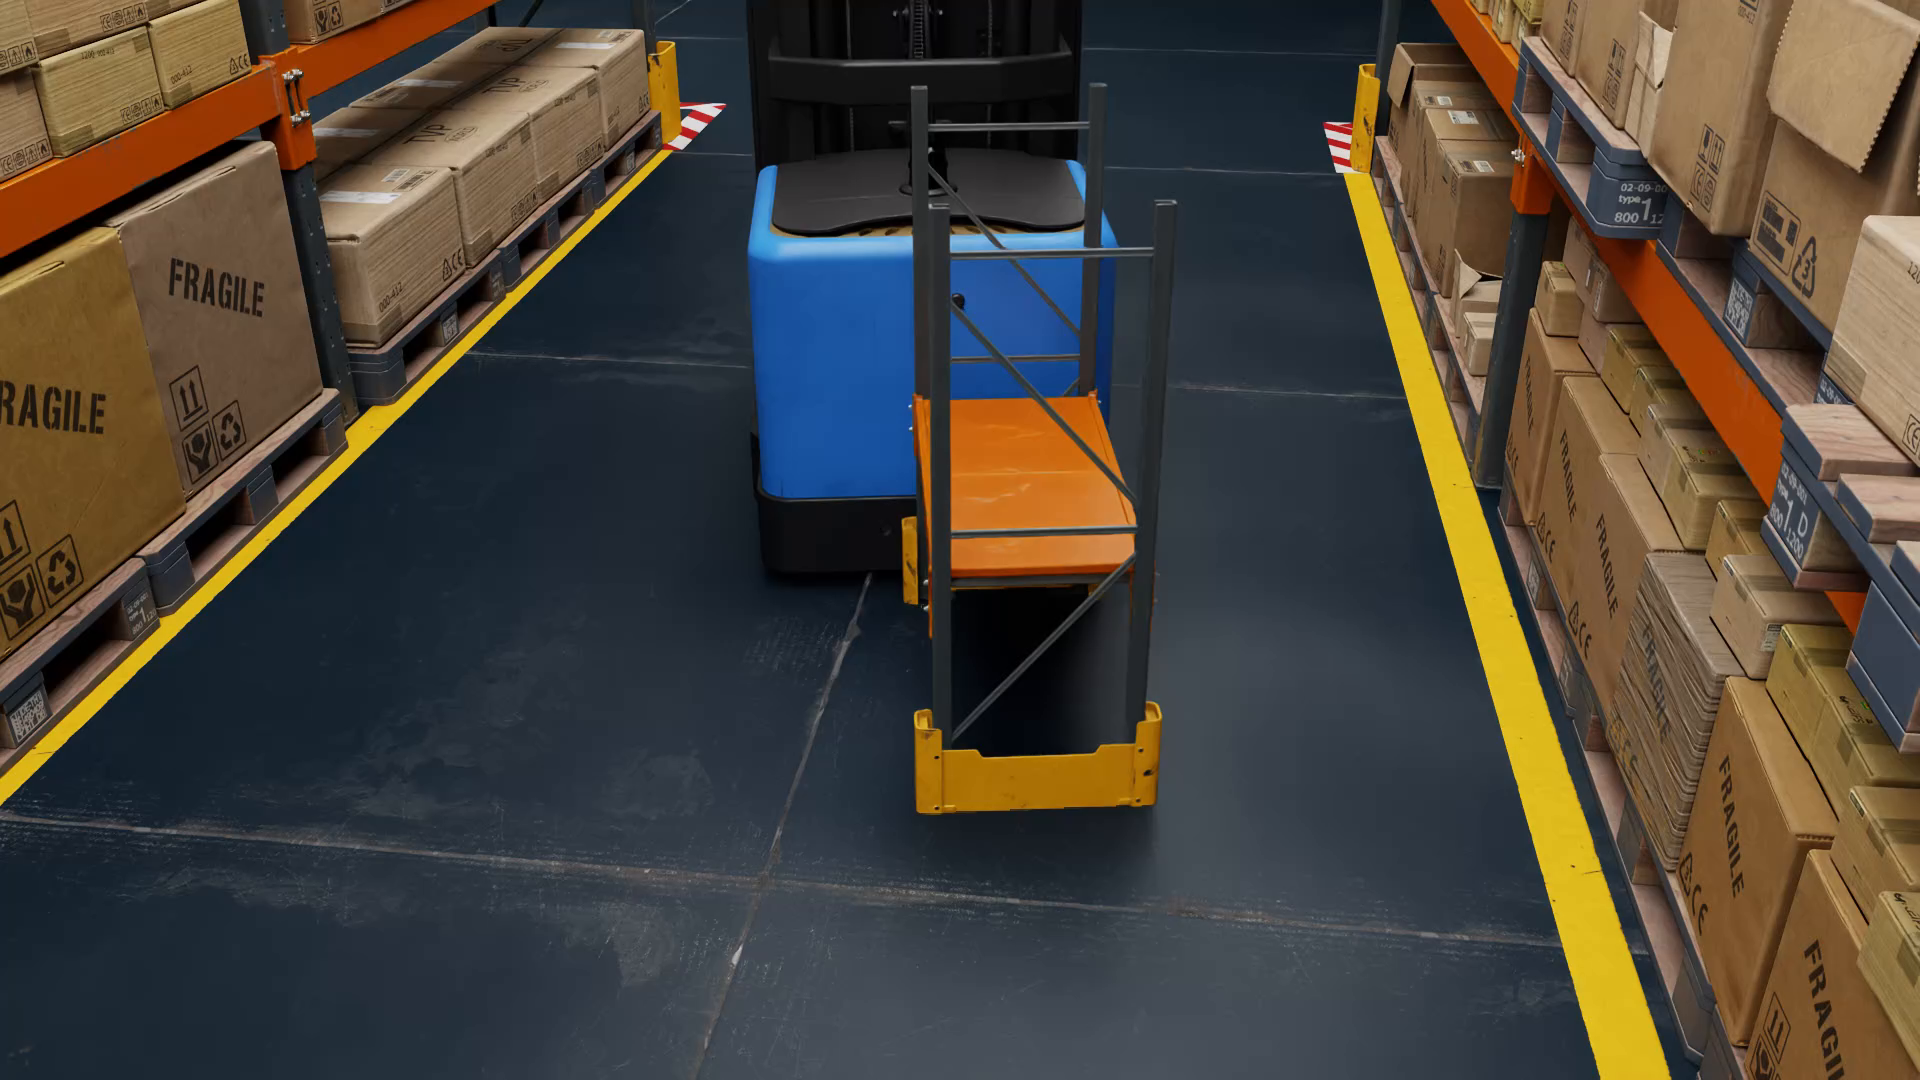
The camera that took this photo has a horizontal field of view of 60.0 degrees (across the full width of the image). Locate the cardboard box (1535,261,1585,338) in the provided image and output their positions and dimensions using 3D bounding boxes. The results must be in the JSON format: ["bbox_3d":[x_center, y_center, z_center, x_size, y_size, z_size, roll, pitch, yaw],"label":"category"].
[{"bbox_3d":[1.919,-0.703,4.901,0.380,0.149,0.250,5,29,9],"label":"cardboard box"}]

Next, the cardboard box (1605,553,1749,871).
[{"bbox_3d":[1.754,0.374,3.586,0.500,0.500,0.500,2,28,4],"label":"cardboard box"}]

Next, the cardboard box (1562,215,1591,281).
[{"bbox_3d":[1.979,-0.830,4.824,0.380,0.149,0.250,3,28,5],"label":"cardboard box"}]

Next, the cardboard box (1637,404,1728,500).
[{"bbox_3d":[1.854,-0.201,3.970,0.380,0.149,0.250,3,28,6],"label":"cardboard box"}]

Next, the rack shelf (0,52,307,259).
[{"bbox_3d":[-2.945,-0.515,3.801,1.077,0.370,4.000,3,28,6],"label":"rack shelf"}]

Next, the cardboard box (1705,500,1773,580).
[{"bbox_3d":[1.817,0.044,3.514,0.380,0.149,0.250,3,29,6],"label":"cardboard box"}]

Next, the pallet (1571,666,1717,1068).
[{"bbox_3d":[2.018,0.702,3.724,1.003,0.211,1.213,3,28,6],"label":"pallet"}]

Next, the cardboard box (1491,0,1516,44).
[{"bbox_3d":[2.034,-1.788,5.671,0.380,0.149,0.250,4,29,8],"label":"cardboard box"}]

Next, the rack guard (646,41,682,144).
[{"bbox_3d":[-2.206,-2.567,9.487,1.175,0.500,0.348,3,28,6],"label":"rack guard"}]

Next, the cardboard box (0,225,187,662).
[{"bbox_3d":[-2.799,-0.300,4.442,0.875,0.875,0.875,4,29,8],"label":"cardboard box"}]

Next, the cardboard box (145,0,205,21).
[{"bbox_3d":[-2.512,-1.705,4.884,0.500,0.250,0.500,3,28,6],"label":"cardboard box"}]

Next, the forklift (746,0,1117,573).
[{"bbox_3d":[-0.164,-1.858,5.609,1.130,2.935,3.031,-2,28,-3],"label":"forklift"}]

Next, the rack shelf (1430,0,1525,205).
[{"bbox_3d":[2.472,-2.111,6.764,1.077,0.370,4.000,3,28,6],"label":"rack shelf"}]

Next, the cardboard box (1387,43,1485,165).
[{"bbox_3d":[2.548,-2.172,8.309,0.797,0.503,0.637,2,28,4],"label":"cardboard box"}]

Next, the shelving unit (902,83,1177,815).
[{"bbox_3d":[0.155,-0.260,4.151,0.587,1.500,1.083,-2,28,-3],"label":"shelving unit"}]

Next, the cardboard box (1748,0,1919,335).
[{"bbox_3d":[1.754,-0.613,2.673,0.797,0.503,0.637,3,28,5],"label":"cardboard box"}]

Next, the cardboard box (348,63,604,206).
[{"bbox_3d":[-2.295,-1.965,7.993,0.875,0.438,0.875,4,29,8],"label":"cardboard box"}]

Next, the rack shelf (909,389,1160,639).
[{"bbox_3d":[0.156,-0.097,4.228,0.538,0.185,1.000,-2,28,-3],"label":"rack shelf"}]

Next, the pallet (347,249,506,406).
[{"bbox_3d":[-2.529,-0.899,6.695,1.003,0.211,1.213,3,28,6],"label":"pallet"}]

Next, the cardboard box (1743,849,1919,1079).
[{"bbox_3d":[1.647,0.866,2.673,0.500,0.500,0.500,3,28,5],"label":"cardboard box"}]

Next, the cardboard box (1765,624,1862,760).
[{"bbox_3d":[1.732,0.289,3.060,0.380,0.149,0.250,3,28,5],"label":"cardboard box"}]

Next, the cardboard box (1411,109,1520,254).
[{"bbox_3d":[2.241,-1.528,7.116,0.500,0.500,0.500,4,29,7],"label":"cardboard box"}]

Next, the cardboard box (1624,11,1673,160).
[{"bbox_3d":[1.676,-0.980,3.606,0.396,0.266,0.258,5,29,9],"label":"cardboard box"}]

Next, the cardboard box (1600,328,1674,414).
[{"bbox_3d":[1.942,-0.446,4.425,0.380,0.149,0.250,2,28,4],"label":"cardboard box"}]

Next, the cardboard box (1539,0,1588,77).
[{"bbox_3d":[1.946,-1.500,4.324,0.700,0.500,0.500,4,29,7],"label":"cardboard box"}]

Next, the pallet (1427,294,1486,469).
[{"bbox_3d":[2.312,-0.582,6.107,1.003,0.211,1.213,3,28,6],"label":"pallet"}]

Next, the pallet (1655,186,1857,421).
[{"bbox_3d":[1.971,-0.434,3.096,1.003,0.211,1.213,3,28,6],"label":"pallet"}]

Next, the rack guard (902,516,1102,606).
[{"bbox_3d":[0.125,0.055,4.885,0.587,0.250,0.087,-2,28,-3],"label":"rack guard"}]

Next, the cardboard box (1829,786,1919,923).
[{"bbox_3d":[1.625,0.528,2.616,0.380,0.149,0.250,2,28,5],"label":"cardboard box"}]

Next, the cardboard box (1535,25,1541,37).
[{"bbox_3d":[2.016,-1.540,5.211,0.380,0.149,0.250,4,29,7],"label":"cardboard box"}]

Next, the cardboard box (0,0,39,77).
[{"bbox_3d":[-2.624,-1.225,3.993,0.500,0.250,0.500,4,29,7],"label":"cardboard box"}]

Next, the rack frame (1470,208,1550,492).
[{"bbox_3d":[2.227,-1.486,4.846,1.000,3.000,0.127,3,28,6],"label":"rack frame"}]

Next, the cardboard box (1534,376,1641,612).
[{"bbox_3d":[1.889,-0.105,4.475,0.500,0.500,0.500,3,28,6],"label":"cardboard box"}]

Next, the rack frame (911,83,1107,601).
[{"bbox_3d":[0.125,-0.496,4.589,0.500,1.500,0.032,-2,28,-3],"label":"rack frame"}]

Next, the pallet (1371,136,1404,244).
[{"bbox_3d":[2.611,-1.730,8.239,1.003,0.211,1.213,3,28,6],"label":"pallet"}]

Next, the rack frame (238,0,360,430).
[{"bbox_3d":[-2.700,-1.773,5.378,1.000,3.000,0.127,3,28,6],"label":"rack frame"}]

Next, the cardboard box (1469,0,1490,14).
[{"bbox_3d":[2.096,-2.032,6.123,0.380,0.149,0.250,3,28,5],"label":"cardboard box"}]

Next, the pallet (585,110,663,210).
[{"bbox_3d":[-2.230,-2.047,8.827,1.003,0.211,1.213,3,28,6],"label":"pallet"}]

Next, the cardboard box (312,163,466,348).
[{"bbox_3d":[-2.516,-1.119,6.423,0.875,0.438,0.875,3,28,5],"label":"cardboard box"}]

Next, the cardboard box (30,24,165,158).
[{"bbox_3d":[-2.568,-1.241,4.550,0.500,0.250,0.500,3,28,5],"label":"cardboard box"}]

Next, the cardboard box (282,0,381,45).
[{"bbox_3d":[-2.382,-2.023,5.736,0.500,0.500,0.500,4,29,8],"label":"cardboard box"}]

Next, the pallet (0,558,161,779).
[{"bbox_3d":[-2.866,0.398,4.288,1.003,0.211,1.213,3,28,6],"label":"pallet"}]

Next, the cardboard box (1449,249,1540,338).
[{"bbox_3d":[2.048,-0.915,6.225,0.396,0.266,0.258,4,29,8],"label":"cardboard box"}]
